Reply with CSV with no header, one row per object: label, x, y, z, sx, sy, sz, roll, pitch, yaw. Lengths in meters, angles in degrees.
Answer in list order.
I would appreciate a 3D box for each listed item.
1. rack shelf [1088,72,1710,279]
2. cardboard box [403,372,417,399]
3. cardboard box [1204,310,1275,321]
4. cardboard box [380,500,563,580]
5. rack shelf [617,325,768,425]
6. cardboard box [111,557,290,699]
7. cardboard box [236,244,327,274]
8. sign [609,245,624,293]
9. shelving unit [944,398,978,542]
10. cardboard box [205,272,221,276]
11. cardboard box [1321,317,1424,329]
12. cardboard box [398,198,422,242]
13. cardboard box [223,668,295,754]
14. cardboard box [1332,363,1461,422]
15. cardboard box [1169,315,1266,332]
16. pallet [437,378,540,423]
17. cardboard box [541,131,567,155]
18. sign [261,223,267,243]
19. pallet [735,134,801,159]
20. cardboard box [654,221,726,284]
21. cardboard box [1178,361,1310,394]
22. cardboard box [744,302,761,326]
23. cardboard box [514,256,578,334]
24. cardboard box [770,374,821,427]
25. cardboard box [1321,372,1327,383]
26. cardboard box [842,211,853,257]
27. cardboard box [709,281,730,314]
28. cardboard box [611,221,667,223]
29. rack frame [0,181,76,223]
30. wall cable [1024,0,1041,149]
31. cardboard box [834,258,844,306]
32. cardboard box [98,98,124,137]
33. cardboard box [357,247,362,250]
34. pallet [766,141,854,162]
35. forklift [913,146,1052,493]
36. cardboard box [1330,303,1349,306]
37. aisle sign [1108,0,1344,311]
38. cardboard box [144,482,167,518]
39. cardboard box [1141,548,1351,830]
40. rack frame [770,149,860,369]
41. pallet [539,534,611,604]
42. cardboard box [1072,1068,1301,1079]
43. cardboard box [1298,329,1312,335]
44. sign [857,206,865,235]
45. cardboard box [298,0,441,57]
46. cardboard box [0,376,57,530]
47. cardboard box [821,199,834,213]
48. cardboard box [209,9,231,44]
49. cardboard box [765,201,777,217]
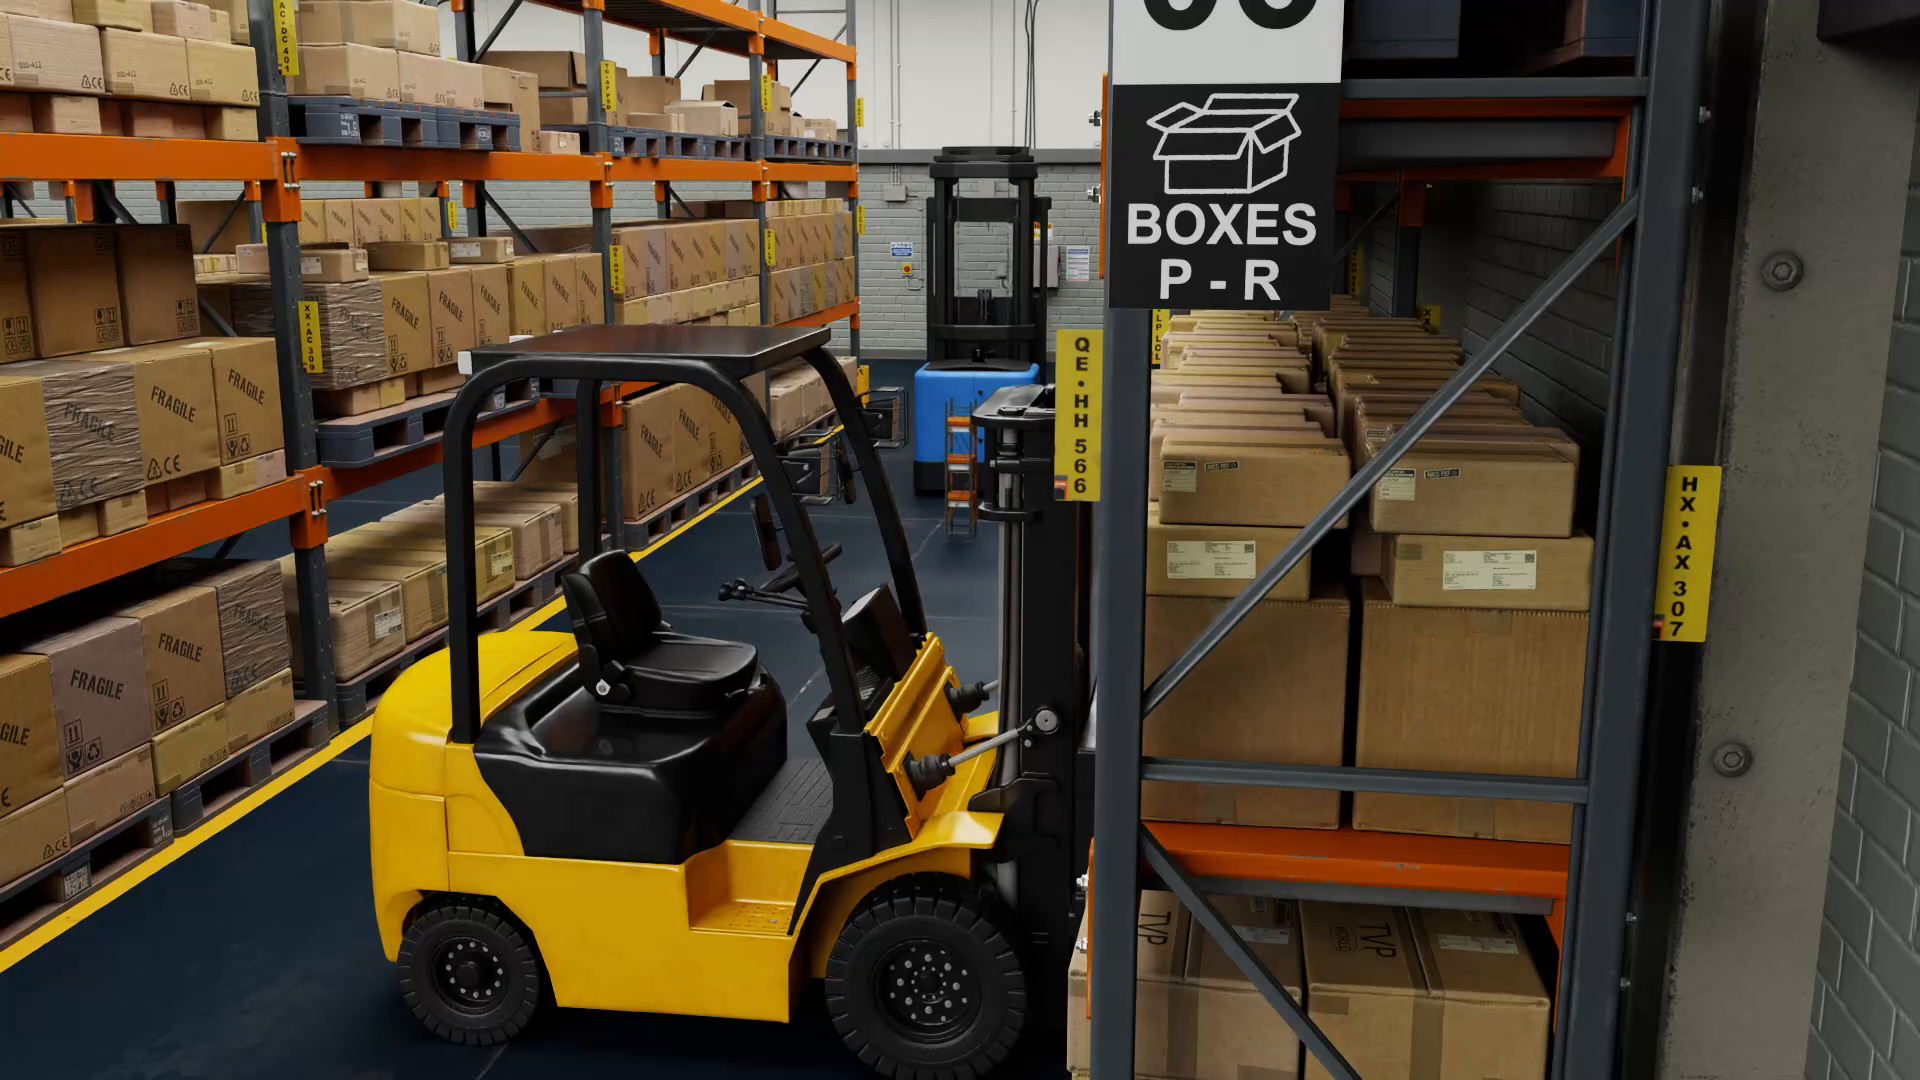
rack shelf,1.072,-1.063,4.893,1.077,0.370,4.000,2,12,9
cardboard box,-3.113,-0.825,8.802,0.380,0.149,0.250,3,12,12
cardboard box,1.522,-1.180,9.073,0.380,0.149,0.250,2,12,9
cardboard box,-3.113,-0.007,10.646,0.950,0.372,0.625,2,12,8
rack shelf,-2.603,-1.422,13.679,1.077,0.370,4.000,2,12,9
cardboard box,-3.352,0.379,7.363,0.500,0.500,0.500,2,12,8
cardboard box,-3.585,-1.489,8.801,0.380,0.149,0.250,2,12,7
sign,-2.373,-1.869,11.486,0.100,0.325,0.005,2,12,9
shelving unit,0.008,-0.524,12.434,0.215,1.050,0.252,2,12,9
cardboard box,-7.107,-2.413,15.464,0.380,0.149,0.250,2,12,9
cardboard box,1.629,-0.800,6.601,0.380,0.149,0.250,2,12,9
cardboard box,-6.489,-3.636,18.930,0.500,0.500,0.500,1,12,7
cardboard box,-3.351,0.746,7.442,0.500,0.250,0.500,2,12,11
cardboard box,1.293,-0.427,4.873,0.380,0.149,0.250,2,12,9
cardboard box,1.037,-0.819,6.692,0.380,0.149,0.250,2,12,10
pallet,-3.175,-0.850,9.774,1.003,0.211,1.213,2,12,9
cardboard box,-2.782,-2.576,10.805,0.380,0.149,0.250,2,12,9
sign,-6.653,-2.878,15.980,0.100,0.325,0.005,2,12,9
pallet,-2.159,-3.783,16.017,1.003,0.211,1.213,2,12,9
cardboard box,-2.286,-2.414,13.963,0.500,0.500,0.500,2,12,10
cardboard box,0.841,-0.444,4.952,0.380,0.149,0.250,2,12,9
cardboard box,-2.115,-2.015,15.080,0.500,0.250,0.500,2,12,7
cardboard box,-2.774,-1.545,10.604,0.500,0.500,0.500,2,12,8
cardboard box,-1.956,-1.456,17.216,0.875,0.438,0.875,2,12,7
cardboard box,1.531,-0.547,6.136,0.380,0.149,0.250,2,12,10
cardboard box,-1.519,-3.452,18.782,0.500,0.500,0.500,2,12,11
cardboard box,-2.266,-2.049,14.051,0.500,0.250,0.500,2,12,10
cardboard box,-2.778,-2.434,14.058,0.500,0.500,0.500,2,12,7
rack frame,-11.472,-3.344,20.889,1.000,3.000,0.127,2,12,9
wall cable,2.406,-7.044,23.729,2.988,3.039,0.133,2,12,9
cardboard box,-1.585,-2.859,18.400,0.500,0.500,0.500,2,12,7
cardboard box,-3.500,-1.638,6.449,0.380,0.149,0.250,1,12,7
cardboard box,-6.641,-2.938,18.063,0.500,0.500,0.500,3,12,11
pallet,-1.784,-4.291,18.374,1.003,0.211,1.213,2,12,9
forklift,0.266,-2.099,15.276,1.130,2.935,3.031,1,12,6
cardboard box,2.029,-1.274,9.507,0.380,0.149,0.250,2,12,8
aisle sign,0.464,-0.799,2.908,0.394,0.787,0.004,2,12,9
cardboard box,-3.475,-0.170,6.758,0.380,0.149,0.250,2,12,8
cardboard box,0.580,0.308,3.706,0.500,0.500,0.500,2,12,7
rack frame,-1.680,-3.023,19.399,1.000,3.000,0.127,2,12,9
pallet,-3.032,0.168,11.211,1.003,0.211,1.213,2,12,9
cardboard box,0.530,1.251,3.912,0.500,0.250,0.500,2,12,8
cardboard box,1.778,-0.903,7.786,0.380,0.149,0.250,2,12,8
sign,-1.146,-3.684,19.157,0.100,0.325,0.005,2,12,9
cardboard box,-2.973,-2.580,8.398,0.500,0.250,0.500,2,12,7
cardboard box,-3.570,-0.296,5.804,0.500,0.500,0.500,2,12,7
cardboard box,-1.589,-3.635,18.090,0.380,0.149,0.250,2,12,10
cardboard box,-3.359,-2.185,7.096,0.380,0.149,0.250,2,12,10
cardboard box,-1.967,-3.156,15.867,0.380,0.149,0.250,2,12,9
